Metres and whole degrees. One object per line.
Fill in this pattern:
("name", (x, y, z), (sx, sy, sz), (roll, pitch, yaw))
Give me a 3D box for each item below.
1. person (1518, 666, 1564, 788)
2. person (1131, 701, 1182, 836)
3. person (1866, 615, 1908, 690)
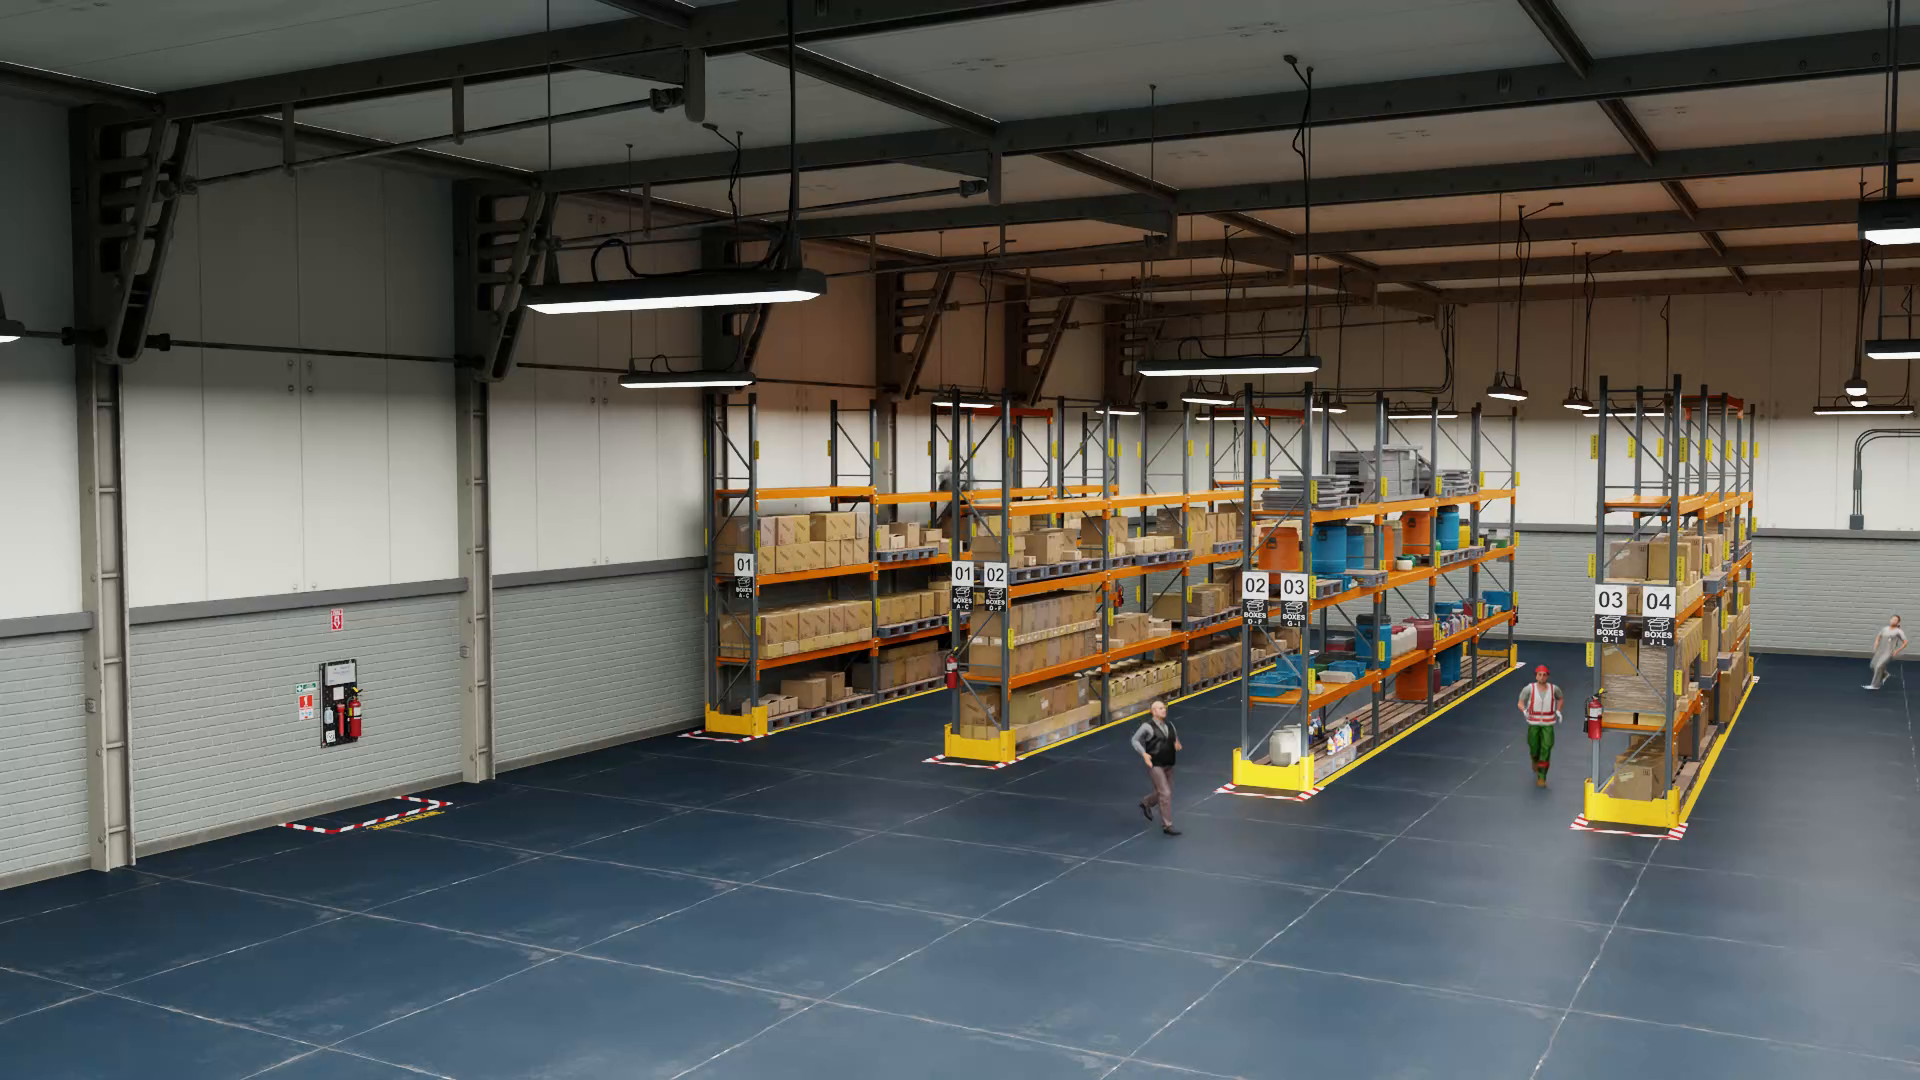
("person", (8.710, 2.764, 24.938), (0.657, 1.778, 0.953), (1, 3, 17))
("person", (2.607, 2.965, 21.798), (0.667, 1.697, 0.919), (-2, 4, -35))
("person", (19.249, 2.337, 34.501), (0.619, 1.584, 0.630), (-1, 3, -23))
